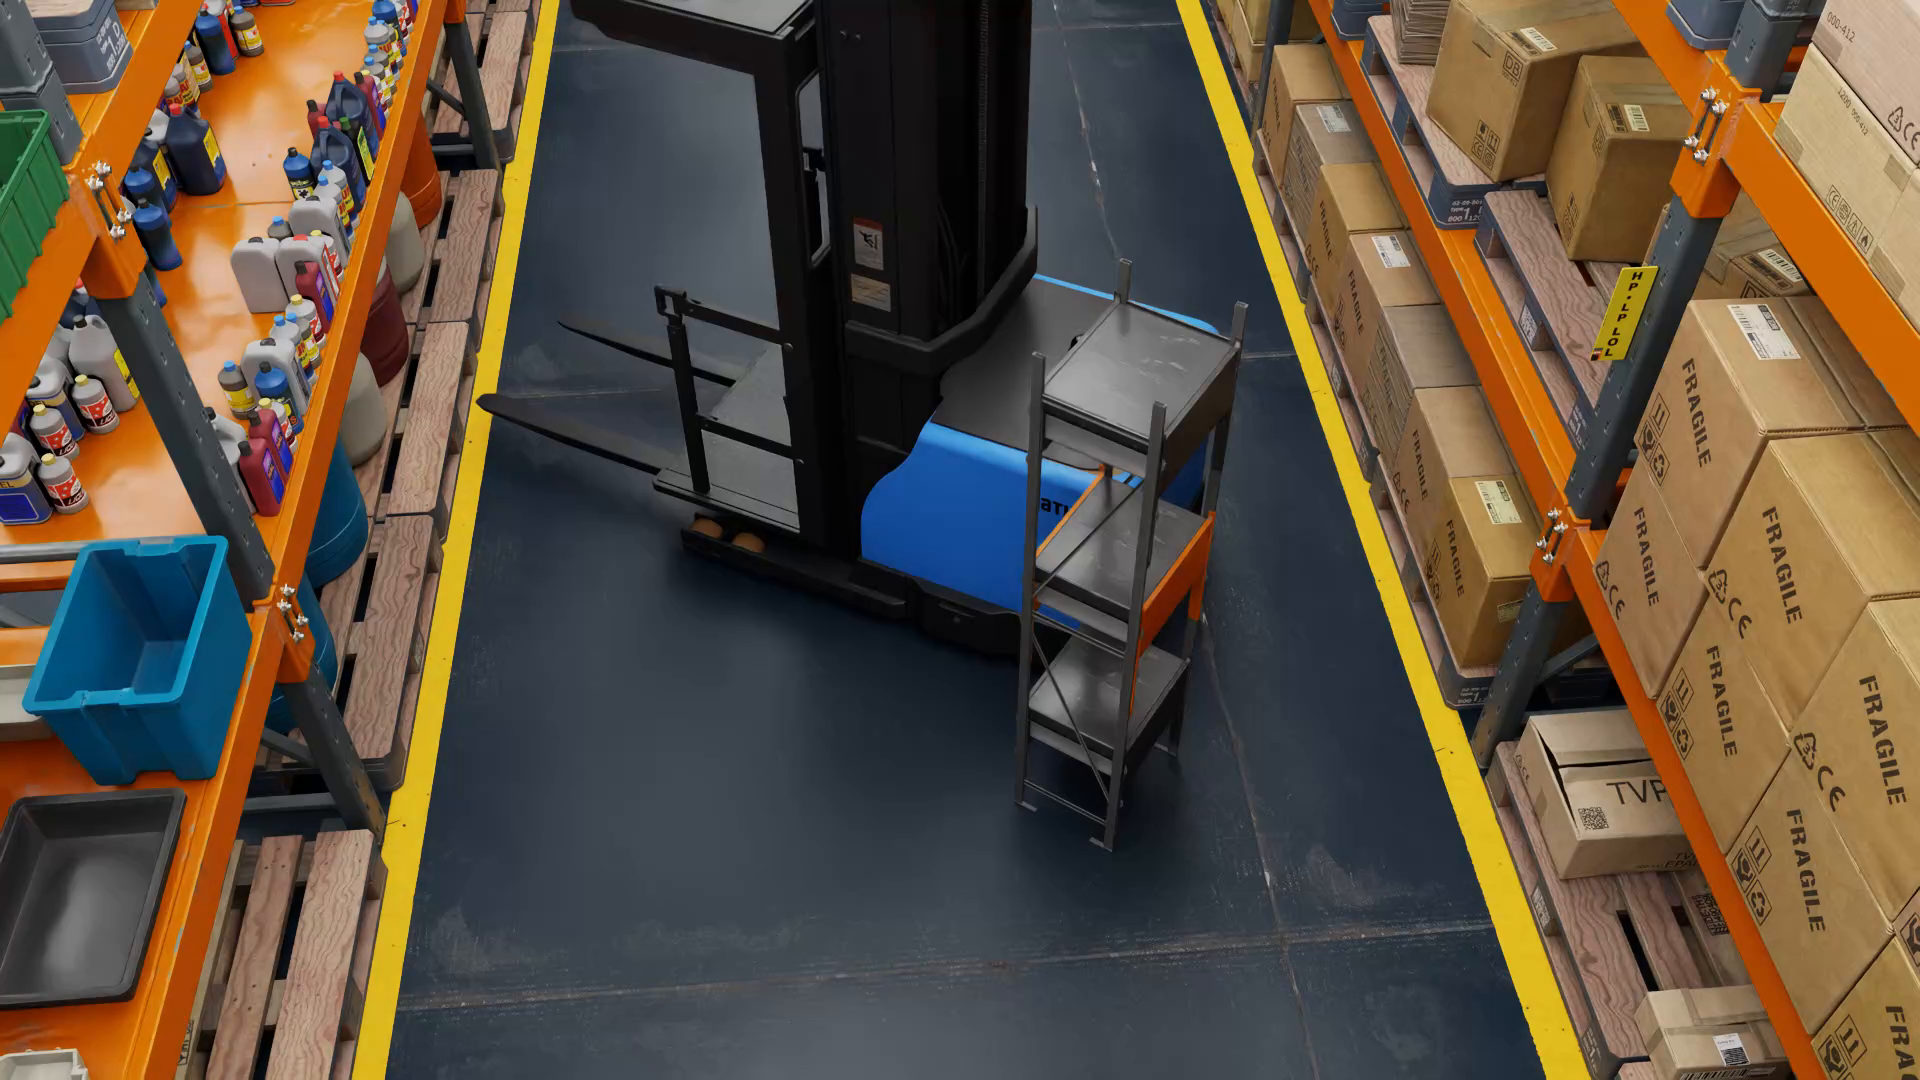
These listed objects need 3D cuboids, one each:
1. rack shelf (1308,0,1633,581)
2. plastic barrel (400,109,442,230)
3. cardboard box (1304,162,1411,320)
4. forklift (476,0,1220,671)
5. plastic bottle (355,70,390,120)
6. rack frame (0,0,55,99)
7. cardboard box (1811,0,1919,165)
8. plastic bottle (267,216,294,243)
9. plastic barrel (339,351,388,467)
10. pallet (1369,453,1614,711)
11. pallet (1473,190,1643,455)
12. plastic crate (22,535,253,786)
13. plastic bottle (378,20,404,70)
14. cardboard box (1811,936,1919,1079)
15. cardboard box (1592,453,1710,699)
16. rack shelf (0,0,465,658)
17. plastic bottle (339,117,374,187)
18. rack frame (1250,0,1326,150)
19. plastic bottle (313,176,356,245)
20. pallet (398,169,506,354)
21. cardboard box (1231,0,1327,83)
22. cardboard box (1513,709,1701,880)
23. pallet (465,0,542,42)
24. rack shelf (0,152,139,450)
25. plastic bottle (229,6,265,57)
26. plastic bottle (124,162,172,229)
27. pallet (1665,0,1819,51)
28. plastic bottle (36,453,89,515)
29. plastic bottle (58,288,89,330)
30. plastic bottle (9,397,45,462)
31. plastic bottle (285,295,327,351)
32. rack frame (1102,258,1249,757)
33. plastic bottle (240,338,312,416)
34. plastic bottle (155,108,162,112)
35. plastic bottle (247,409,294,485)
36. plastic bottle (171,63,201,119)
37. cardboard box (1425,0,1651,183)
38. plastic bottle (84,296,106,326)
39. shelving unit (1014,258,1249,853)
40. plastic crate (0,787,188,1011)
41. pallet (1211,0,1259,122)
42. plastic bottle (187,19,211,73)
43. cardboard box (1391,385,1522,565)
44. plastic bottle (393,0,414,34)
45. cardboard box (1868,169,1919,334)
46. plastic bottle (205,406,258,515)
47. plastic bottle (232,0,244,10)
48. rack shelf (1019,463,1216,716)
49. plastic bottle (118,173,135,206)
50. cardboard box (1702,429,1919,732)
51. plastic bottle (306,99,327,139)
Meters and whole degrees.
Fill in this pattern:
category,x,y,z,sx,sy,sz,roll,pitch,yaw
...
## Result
category,x,y,z,sx,sy,sz,roll,pitch,yaw
rack shelf,2.226,-1.463,6.701,1.077,0.370,4.000,-3,47,-3
plastic barrel,-2.820,-1.904,7.829,0.600,0.830,0.708,-3,47,-3
cardboard box,1.898,-1.360,7.527,0.500,0.500,0.500,-4,47,-4
forklift,-0.571,-1.202,6.006,3.031,2.935,1.130,19,49,17
plastic bottle,-2.351,-1.779,6.642,0.097,0.201,0.097,0,47,0
rack frame,-2.543,-2.027,2.609,1.000,3.000,0.127,-3,47,-3
cardboard box,2.186,-1.048,3.506,0.500,0.250,0.500,-3,47,-3
plastic bottle,-2.422,-1.071,5.972,0.097,0.201,0.097,0,47,0
plastic barrel,-2.589,-0.574,6.789,0.421,0.512,0.421,0,47,0
pallet,2.287,0.110,6.637,1.003,0.211,1.213,-3,47,-3
pallet,2.435,-0.782,5.693,1.003,0.211,1.213,-3,47,-3
plastic crate,-2.164,0.337,4.471,0.392,0.384,0.575,-3,47,-3
plastic bottle,-2.384,-2.061,6.909,0.097,0.201,0.097,0,47,0
cardboard box,2.294,1.188,3.626,0.500,0.500,0.500,-4,47,-4
cardboard box,2.164,0.088,4.668,0.500,0.500,0.500,-2,47,-2
rack shelf,-2.711,-1.164,6.419,1.077,0.370,4.000,-3,47,-3
plastic bottle,-2.297,-1.494,6.316,0.061,0.283,0.133,-3,47,-3
rack frame,2.058,-3.157,7.810,1.000,3.000,0.127,-3,47,-3
plastic bottle,-2.282,-1.202,6.047,0.097,0.271,0.097,0,47,0
pallet,-2.771,-1.332,8.002,1.003,0.211,1.213,-3,47,-3
cardboard box,1.771,-2.722,9.003,0.500,0.250,0.500,-2,47,-2
cardboard box,2.213,0.827,5.586,0.500,0.311,0.500,-3,47,-3
pallet,-3.003,-3.343,9.907,1.003,0.211,1.213,-3,47,-3
rack shelf,-2.376,0.698,2.589,1.077,0.370,4.000,-3,47,-3
plastic bottle,-3.003,-2.144,6.988,0.097,0.201,0.097,0,47,0
plastic bottle,-2.989,-1.263,6.105,0.097,0.271,0.097,0,47,0
pallet,2.408,-1.706,4.500,1.213,0.211,1.003,-3,47,-3
plastic bottle,-2.776,-0.183,5.130,0.097,0.201,0.097,0,47,0
plastic bottle,-2.962,-0.726,5.543,0.144,0.351,0.185,-3,47,-3
plastic bottle,-2.963,-0.354,5.237,0.061,0.283,0.133,-3,47,-3
plastic bottle,-2.232,-0.745,5.663,0.097,0.201,0.097,0,47,0
rack frame,0.628,-0.003,5.443,0.400,2.100,0.015,25,51,22
plastic bottle,-2.233,-0.545,5.422,0.152,0.276,0.135,-3,47,-3
plastic bottle,-3.085,-1.560,6.387,0.097,0.271,0.097,0,47,0
plastic bottle,-2.160,-0.312,5.197,0.061,0.283,0.133,-3,47,-3
plastic bottle,-3.112,-1.798,6.612,0.097,0.271,0.097,0,47,0
cardboard box,2.184,-1.716,6.088,0.700,0.500,0.500,-14,48,-13
plastic bottle,-2.818,-0.735,5.551,0.144,0.351,0.185,-3,47,-3
shelving unit,0.497,0.147,5.302,0.431,2.100,0.503,25,51,22
plastic crate,-2.182,0.903,4.114,0.437,0.125,0.590,-3,47,-3
pallet,2.028,-2.796,9.389,1.003,0.211,1.213,-3,47,-3
plastic bottle,-3.160,-2.051,6.844,0.061,0.283,0.133,-3,47,-3
cardboard box,2.033,-0.252,6.478,0.500,0.500,0.500,-3,47,-3
plastic bottle,-2.408,-2.272,7.109,0.097,0.201,0.097,0,47,0
cardboard box,2.225,-0.514,3.345,0.500,0.250,0.500,-3,47,-3
plastic bottle,-2.253,-0.251,5.092,0.144,0.351,0.185,-3,47,-3
plastic bottle,-3.182,-2.396,7.178,0.097,0.271,0.097,0,47,0
rack shelf,0.497,0.156,5.311,0.431,0.518,0.480,25,51,22
plastic bottle,-3.067,-1.249,6.084,0.061,0.283,0.133,-3,47,-3
cardboard box,2.196,0.090,3.978,0.500,0.500,0.500,-5,47,-5
plastic bottle,-2.452,-1.582,6.399,0.061,0.283,0.133,-3,47,-3
